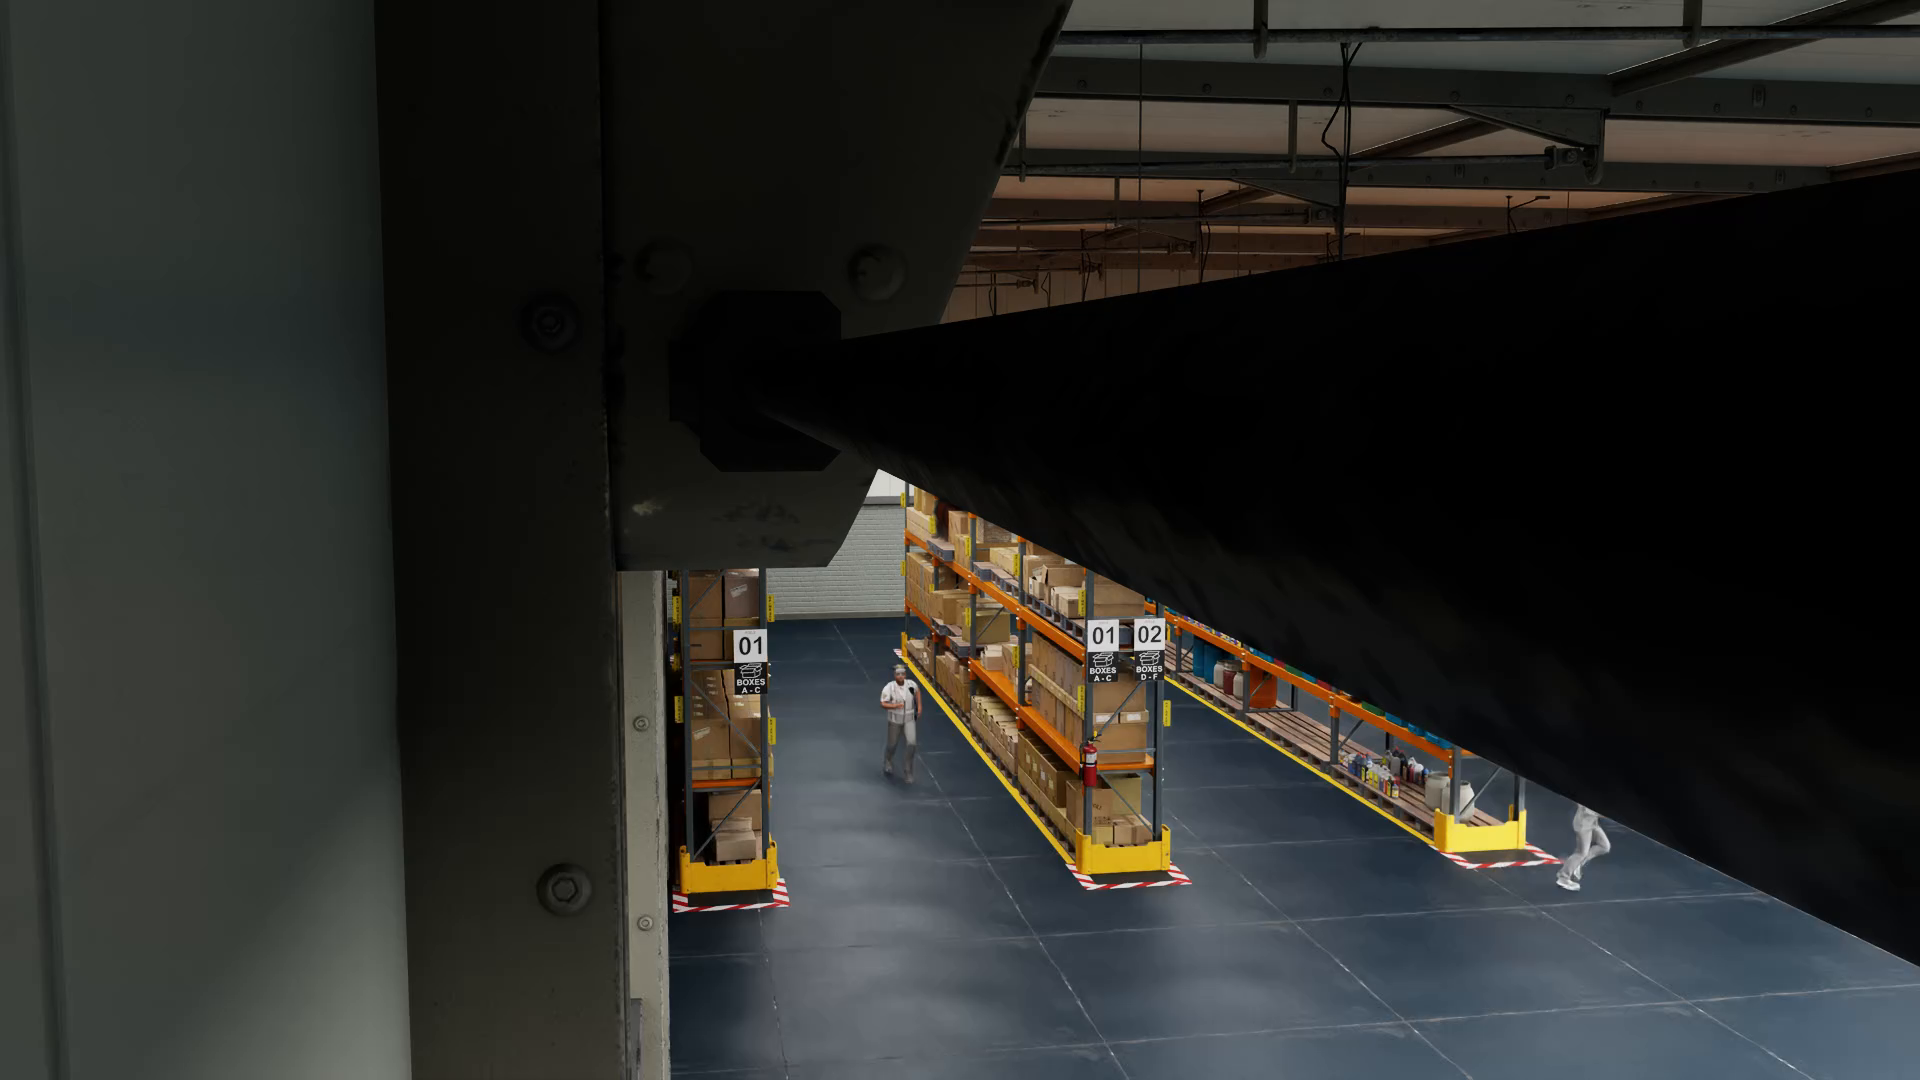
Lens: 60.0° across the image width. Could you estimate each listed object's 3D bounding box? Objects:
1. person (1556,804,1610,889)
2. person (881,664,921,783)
[{"bbox_3d":[7.630,3.465,20.166,0.696,1.556,0.568,3,7,27],"label":"person"},{"bbox_3d":[-0.908,2.800,25.652,0.672,1.842,0.925,-1,6,-13],"label":"person"}]
